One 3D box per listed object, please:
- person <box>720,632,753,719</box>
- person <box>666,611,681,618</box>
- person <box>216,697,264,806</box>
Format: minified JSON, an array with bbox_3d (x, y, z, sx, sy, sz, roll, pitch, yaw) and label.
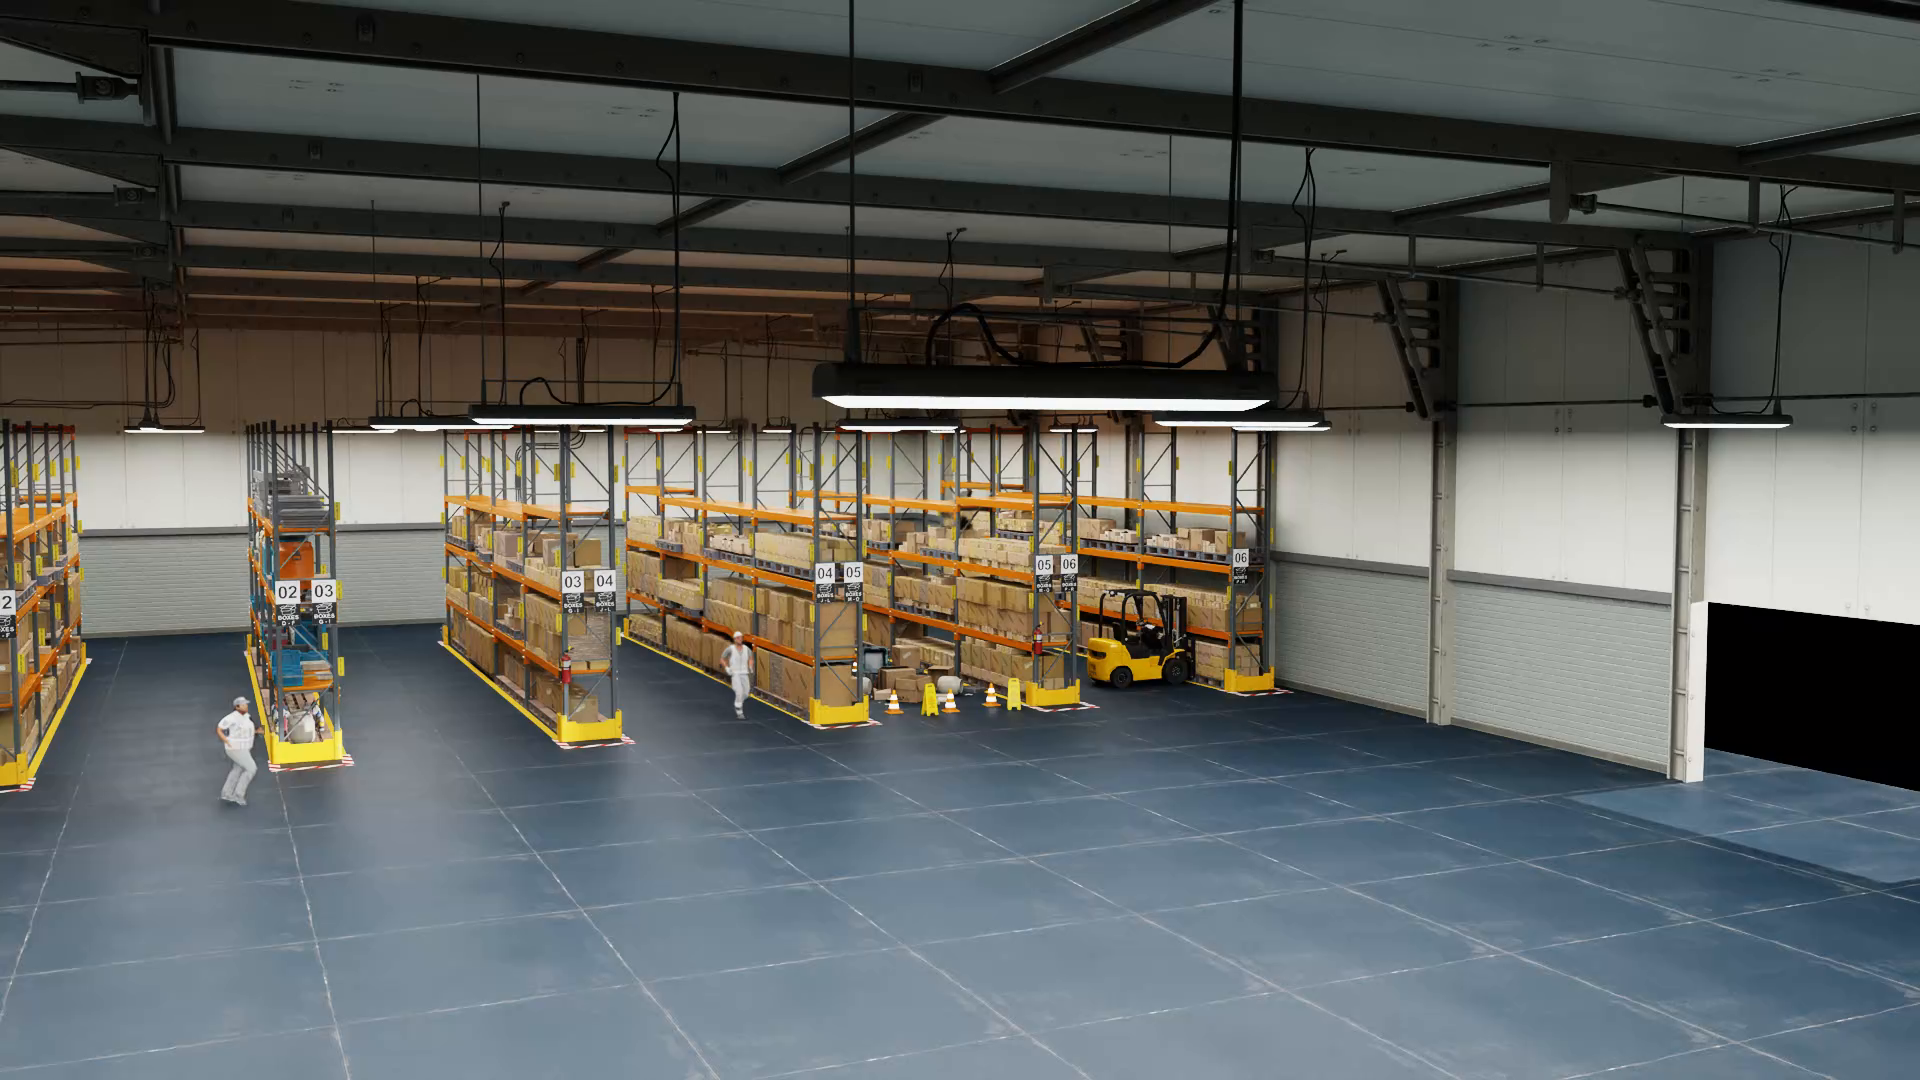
[{"bbox_3d":[-4.528,2.731,33.776,0.683,1.759,0.695,-2,4,-29],"label":"person"},{"bbox_3d":[-8.524,1.853,49.078,0.758,1.685,0.672,2,4,31],"label":"person"},{"bbox_3d":[-11.206,3.292,25.926,0.697,1.704,0.574,0,4,2],"label":"person"}]
